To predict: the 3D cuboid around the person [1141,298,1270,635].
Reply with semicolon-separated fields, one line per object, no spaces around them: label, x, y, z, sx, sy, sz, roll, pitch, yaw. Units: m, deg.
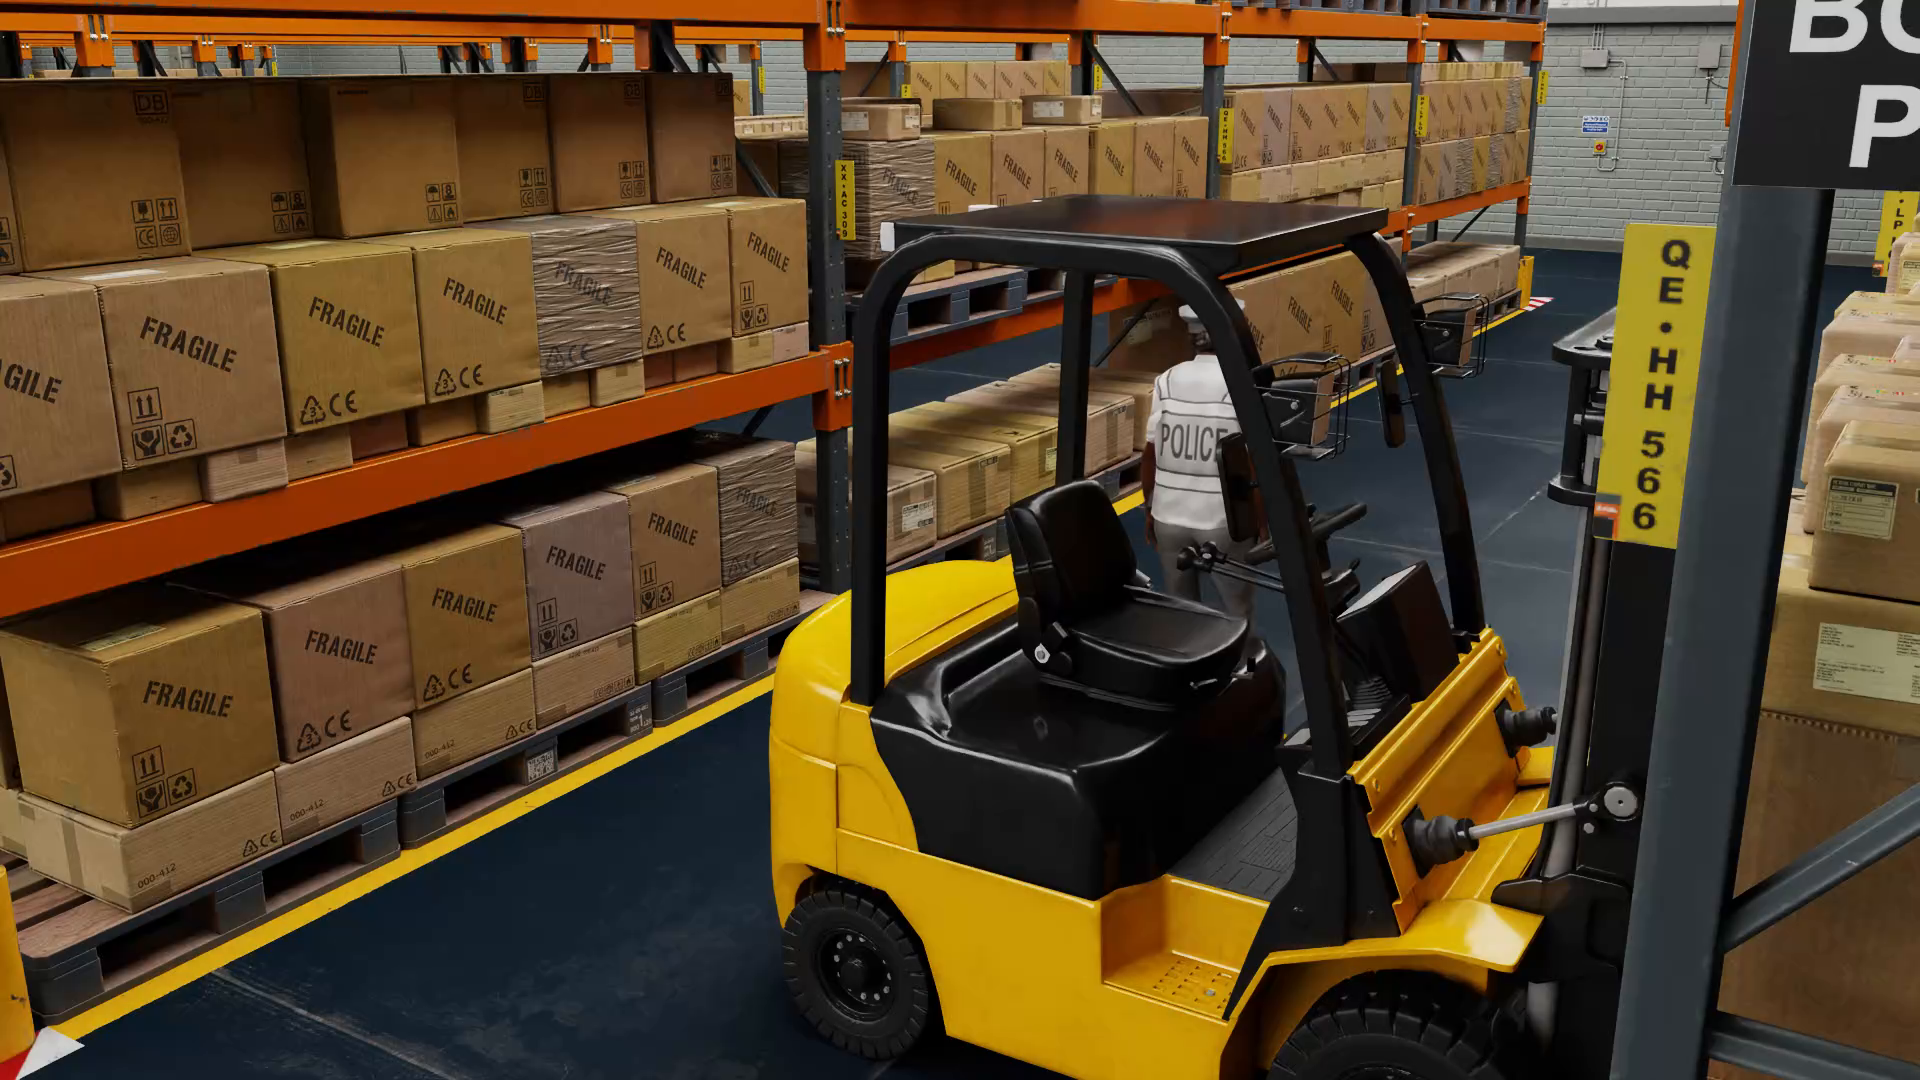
person;0.946;-0.073;6.287;0.527;1.658;0.428;9;18;27
